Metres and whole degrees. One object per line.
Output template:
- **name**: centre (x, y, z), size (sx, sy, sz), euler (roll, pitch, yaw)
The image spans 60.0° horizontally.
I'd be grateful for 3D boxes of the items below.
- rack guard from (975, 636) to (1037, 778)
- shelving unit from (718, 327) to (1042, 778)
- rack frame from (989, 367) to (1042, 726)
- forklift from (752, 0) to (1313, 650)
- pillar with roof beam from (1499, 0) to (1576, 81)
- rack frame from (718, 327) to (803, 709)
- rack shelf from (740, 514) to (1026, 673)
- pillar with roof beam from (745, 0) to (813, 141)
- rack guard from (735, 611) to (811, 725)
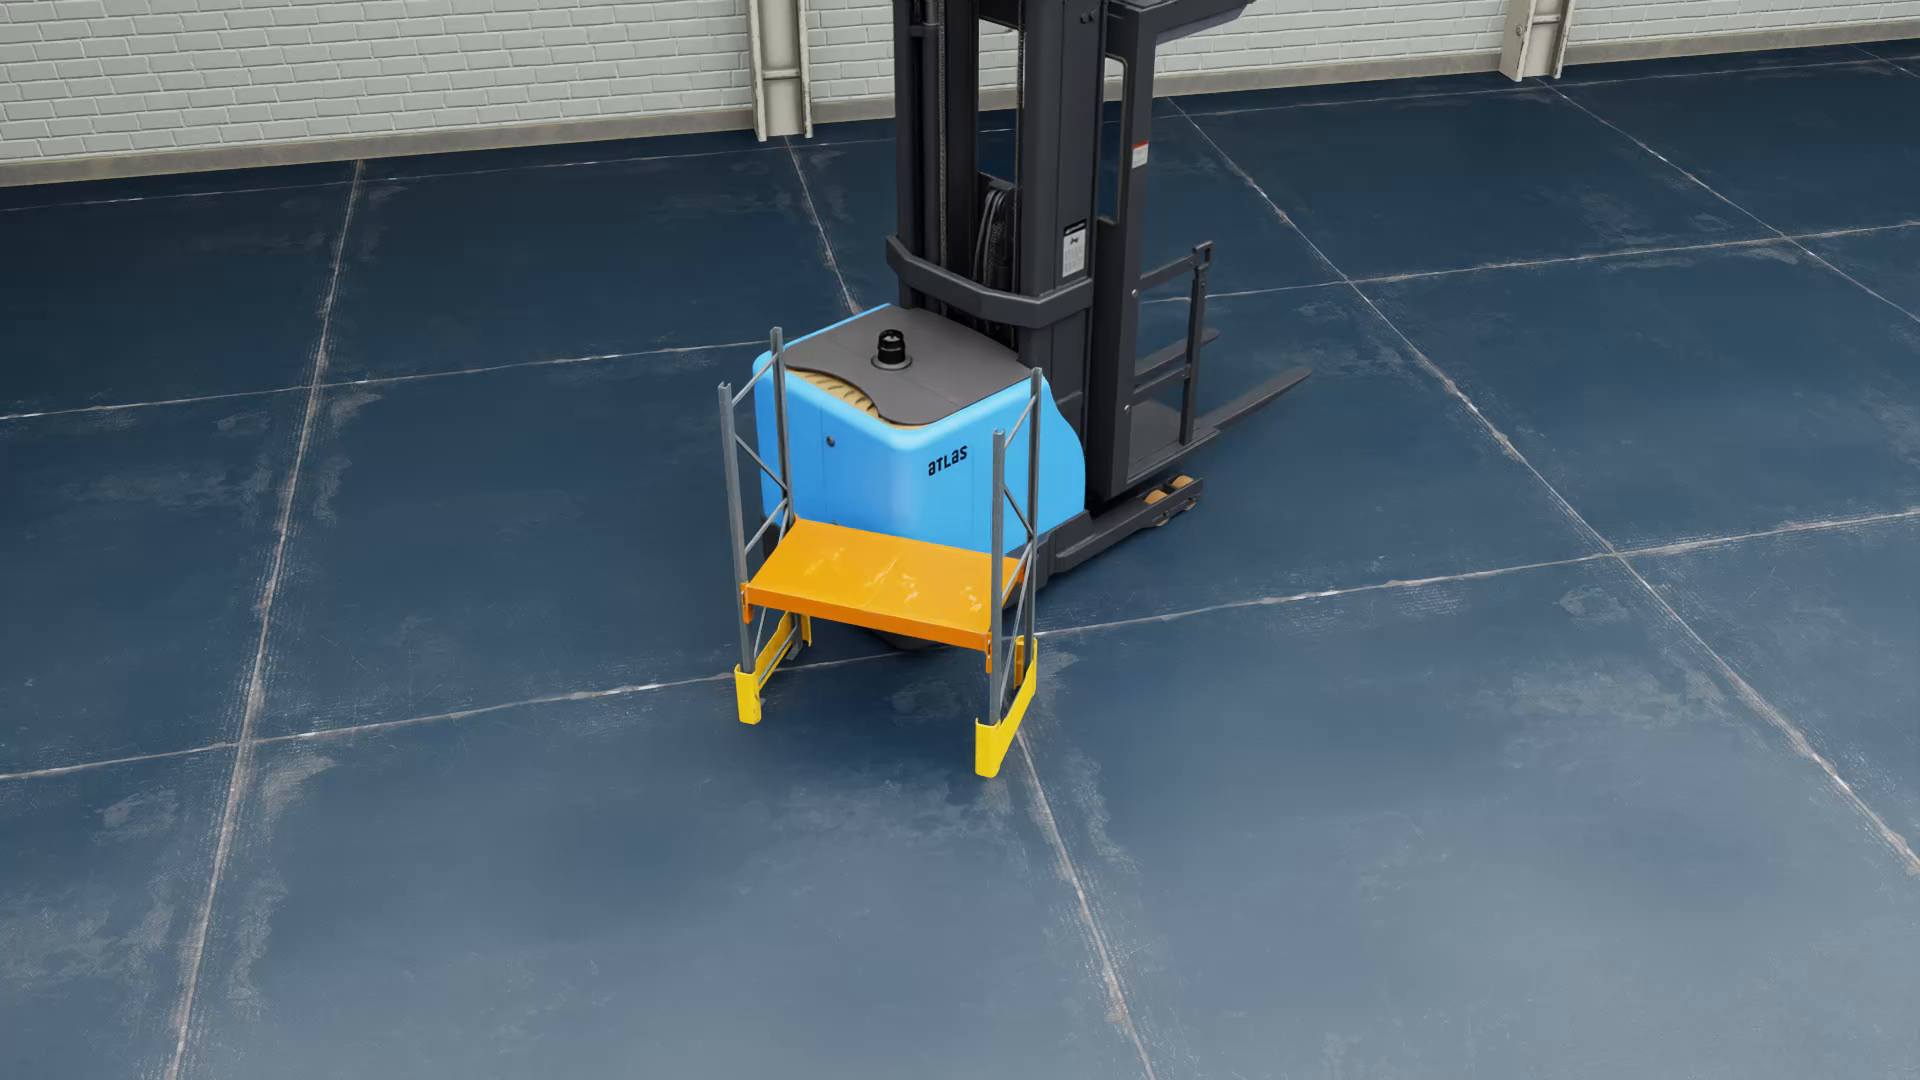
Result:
- **rack guard**: centre (0.185, 0.650, 6.557), size (0.087, 0.250, 0.587), euler (10, 35, 15)
- **shelving unit**: centre (-0.288, 0.043, 6.339), size (1.083, 1.500, 0.587), euler (10, 35, 15)
- **rack frame**: centre (0.203, 0.134, 6.204), size (0.032, 1.500, 0.500), euler (10, 35, 15)
- **forklift**: centre (0.523, -1.469, 7.309), size (3.031, 2.935, 1.130), euler (-28, 43, -35)
- **pillar with roof beam**: centre (5.503, -5.133, 7.323), size (0.400, 9.000, 9.100), euler (-7, 35, -11)
- **rack frame**: centre (-0.762, -0.044, 6.470), size (0.032, 1.500, 0.500), euler (10, 35, 15)
- **rack shelf**: centre (-0.279, 0.194, 6.437), size (1.000, 0.185, 0.538), euler (10, 35, 15)
- **pillar with roof beam**: centre (-0.350, -4.395, 6.224), size (0.400, 9.000, 9.100), euler (-7, 35, -11)
- **rack guard**: centre (-0.760, 0.475, 6.818), size (0.087, 0.250, 0.587), euler (10, 35, 15)
